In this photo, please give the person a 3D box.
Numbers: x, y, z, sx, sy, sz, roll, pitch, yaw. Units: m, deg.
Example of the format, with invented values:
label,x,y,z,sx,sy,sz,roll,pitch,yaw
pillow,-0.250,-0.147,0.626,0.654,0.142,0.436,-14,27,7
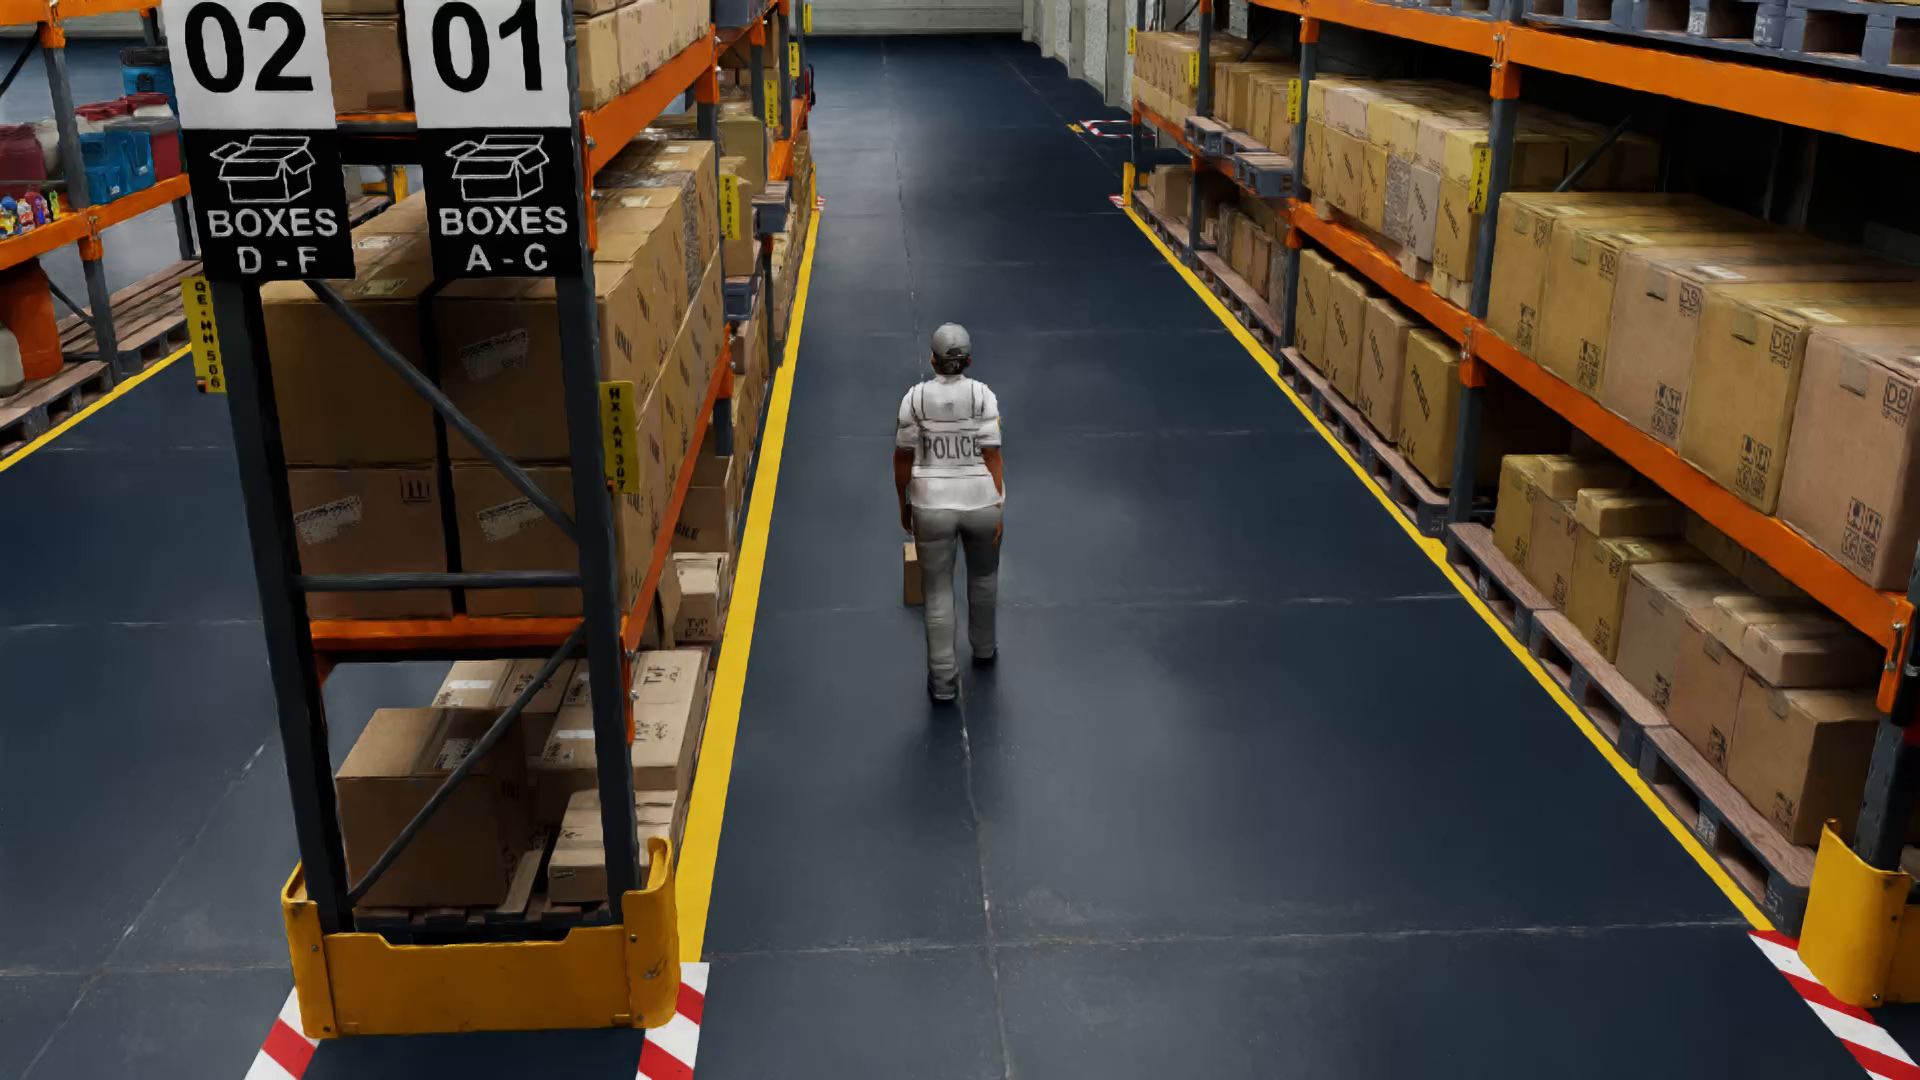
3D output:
label,x,y,z,sx,sy,sz,roll,pitch,yaw
person,-0.045,-0.162,7.485,0.506,1.646,0.704,-2,21,-5
